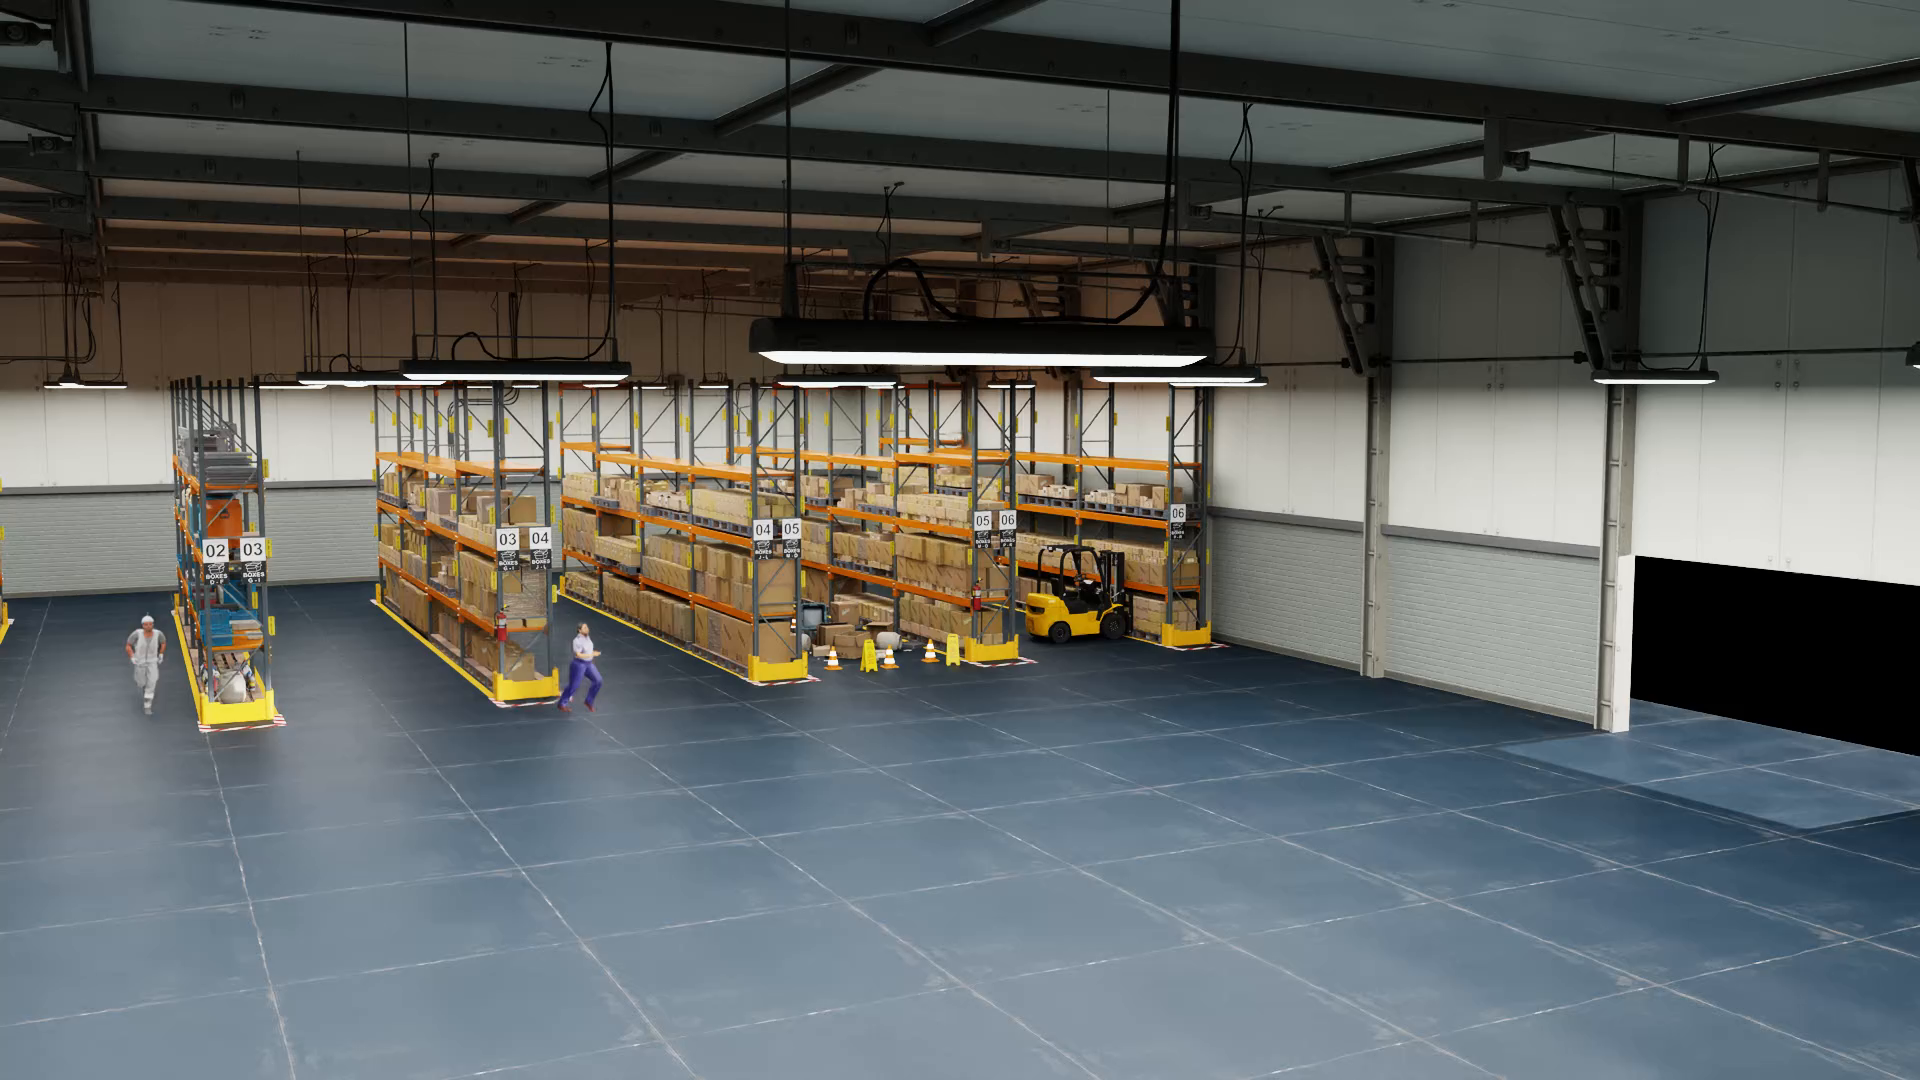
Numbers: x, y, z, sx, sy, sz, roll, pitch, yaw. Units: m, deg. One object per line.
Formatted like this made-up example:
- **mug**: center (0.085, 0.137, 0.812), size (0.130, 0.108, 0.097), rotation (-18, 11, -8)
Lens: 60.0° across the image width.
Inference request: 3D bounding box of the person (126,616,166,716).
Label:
- **person**: center (-14.590, 2.215, 29.841), size (0.659, 1.766, 0.986), rotation (-3, 6, -29)

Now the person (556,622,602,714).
- **person**: center (-6.737, 2.281, 29.585), size (0.856, 1.669, 0.613), rotation (2, 5, 18)
